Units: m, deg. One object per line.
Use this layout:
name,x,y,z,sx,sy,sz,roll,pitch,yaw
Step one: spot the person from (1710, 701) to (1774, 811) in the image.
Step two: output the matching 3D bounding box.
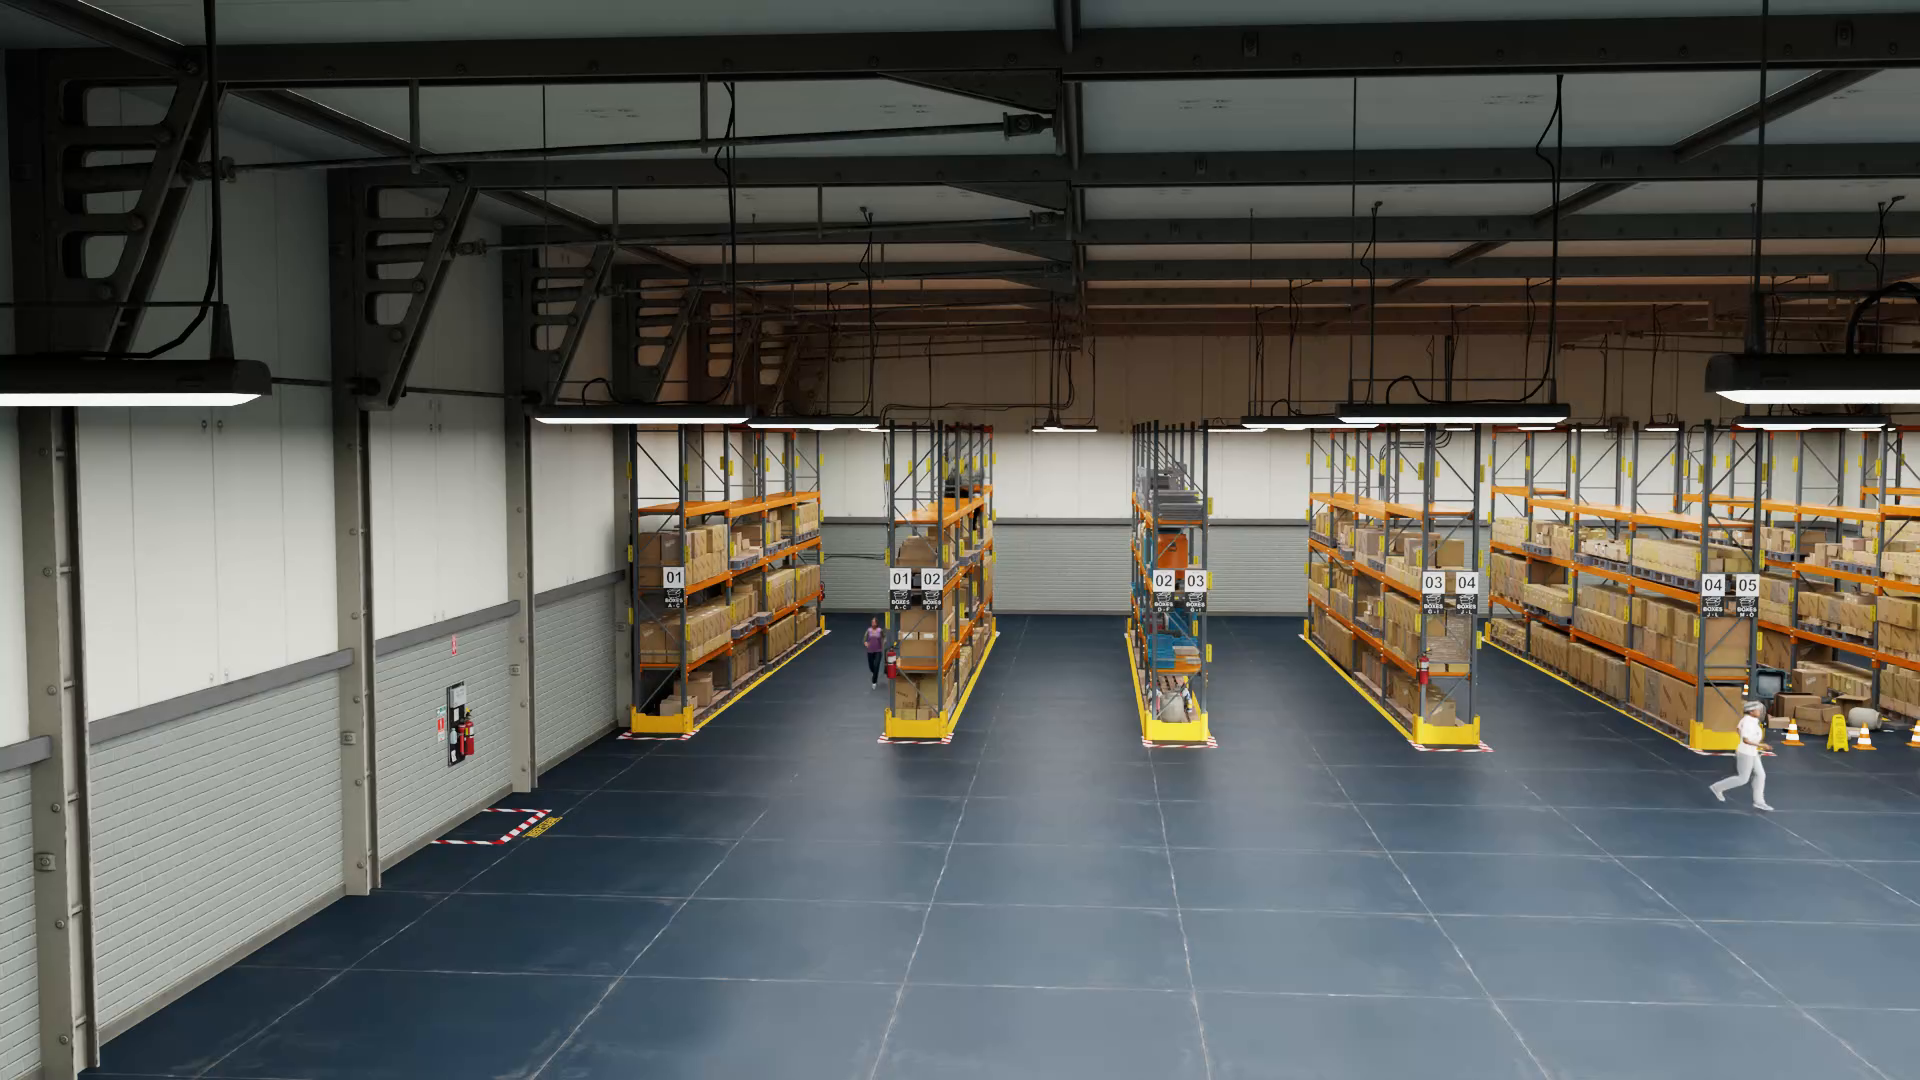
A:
person,11.988,3.273,25.447,0.889,1.682,0.562,2,4,32

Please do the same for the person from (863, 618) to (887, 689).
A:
person,-1.935,2.552,37.818,0.547,1.584,0.759,0,4,1
